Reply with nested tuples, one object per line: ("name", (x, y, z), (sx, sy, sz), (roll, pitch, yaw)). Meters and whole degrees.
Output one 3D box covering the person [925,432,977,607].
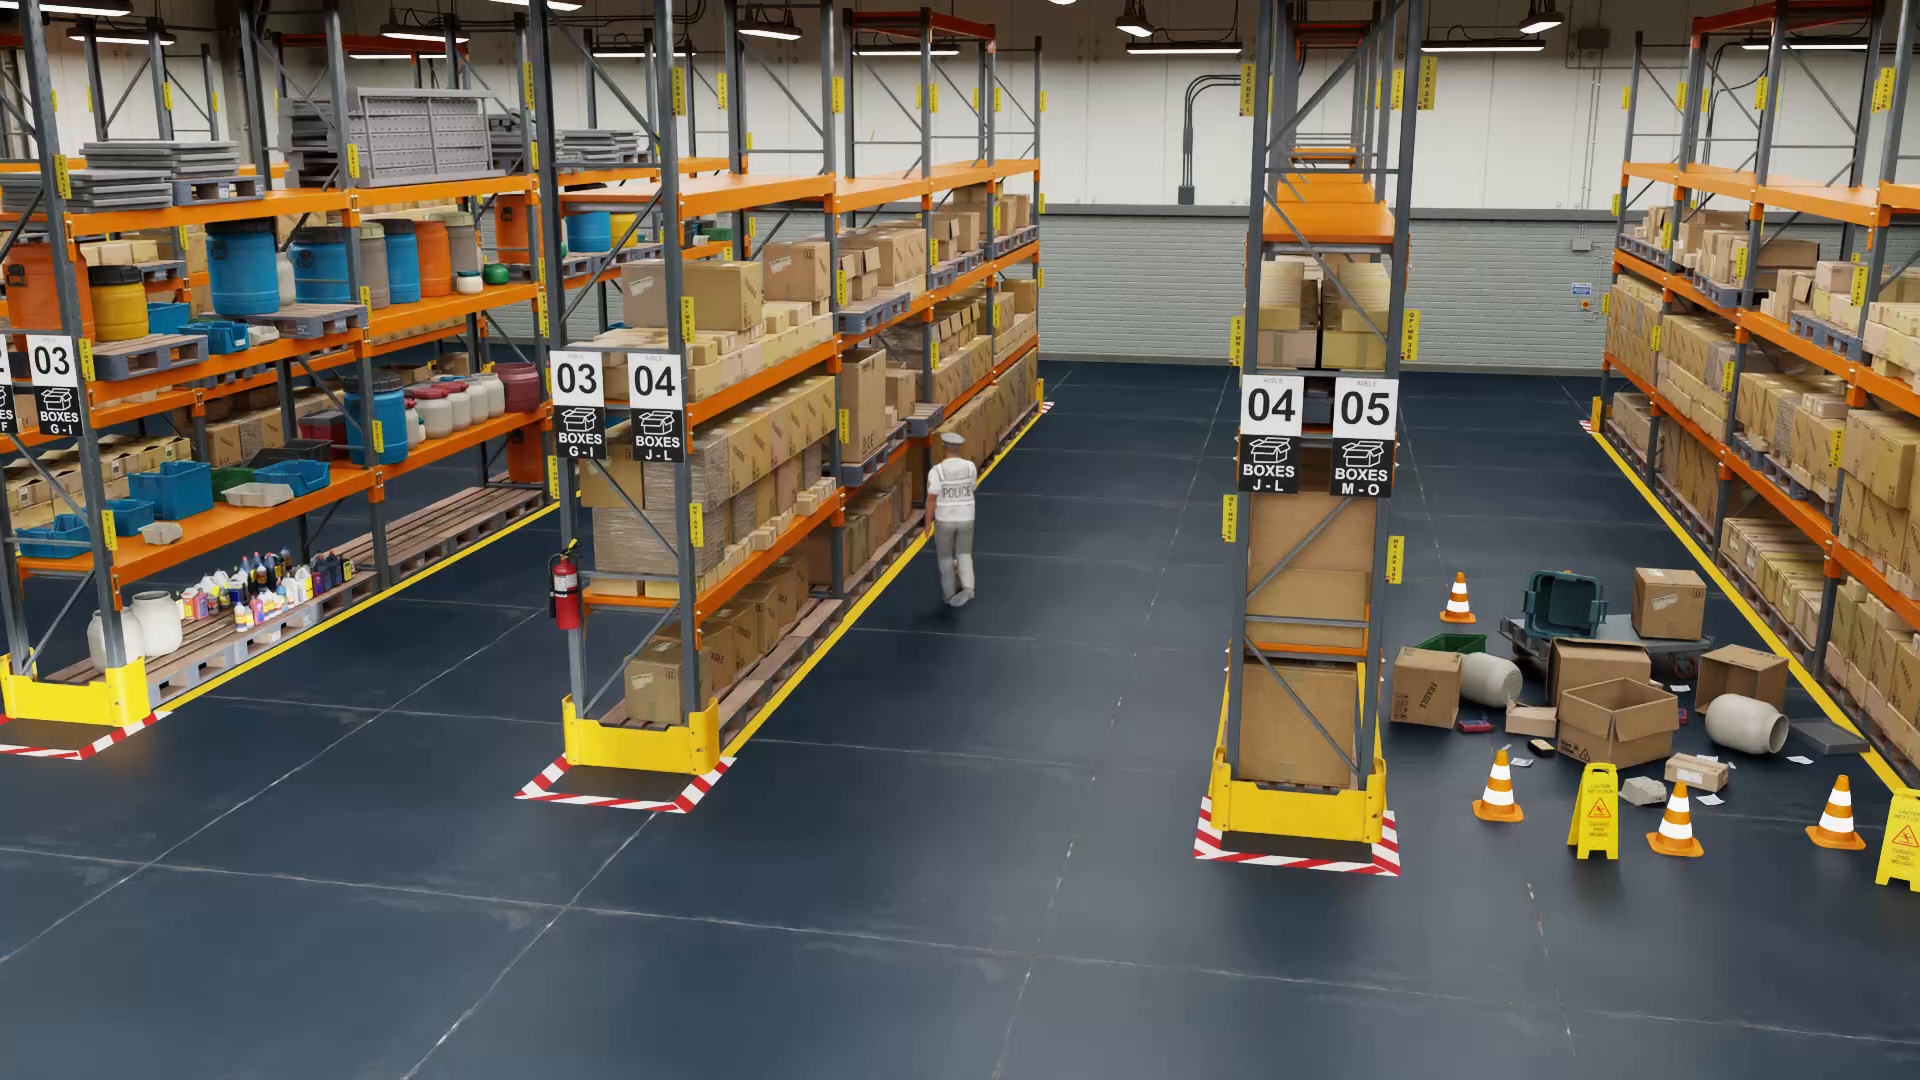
("person", (-0.084, -0.184, 16.670), (0.562, 1.754, 0.657), (-4, 15, -14))
